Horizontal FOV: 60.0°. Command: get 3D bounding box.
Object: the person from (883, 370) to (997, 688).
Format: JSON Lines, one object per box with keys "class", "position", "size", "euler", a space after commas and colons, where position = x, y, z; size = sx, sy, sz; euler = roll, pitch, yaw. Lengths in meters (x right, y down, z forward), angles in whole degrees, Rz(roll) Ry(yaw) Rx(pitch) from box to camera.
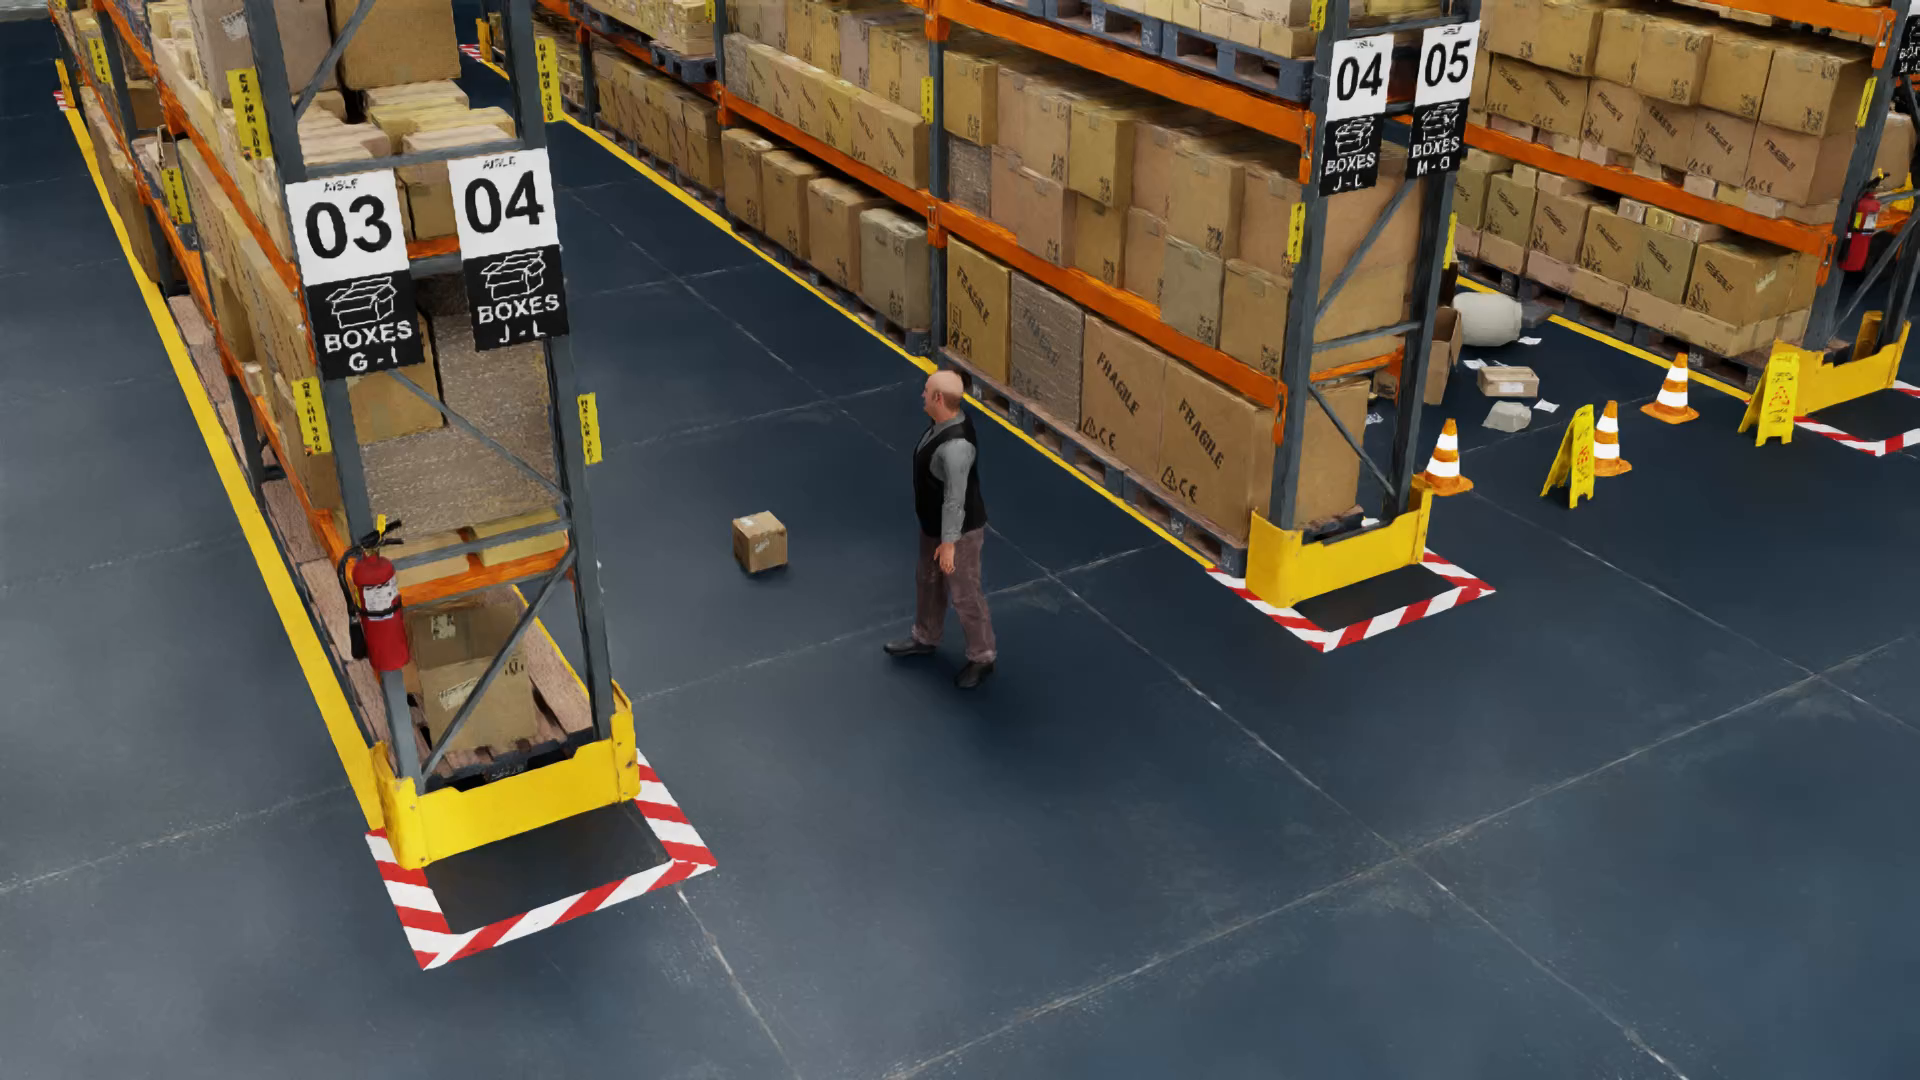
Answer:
{"class": "person", "position": [-0.114, -0.088, 8.702], "size": [0.584, 1.720, 0.645], "euler": [-6, 29, -11]}
